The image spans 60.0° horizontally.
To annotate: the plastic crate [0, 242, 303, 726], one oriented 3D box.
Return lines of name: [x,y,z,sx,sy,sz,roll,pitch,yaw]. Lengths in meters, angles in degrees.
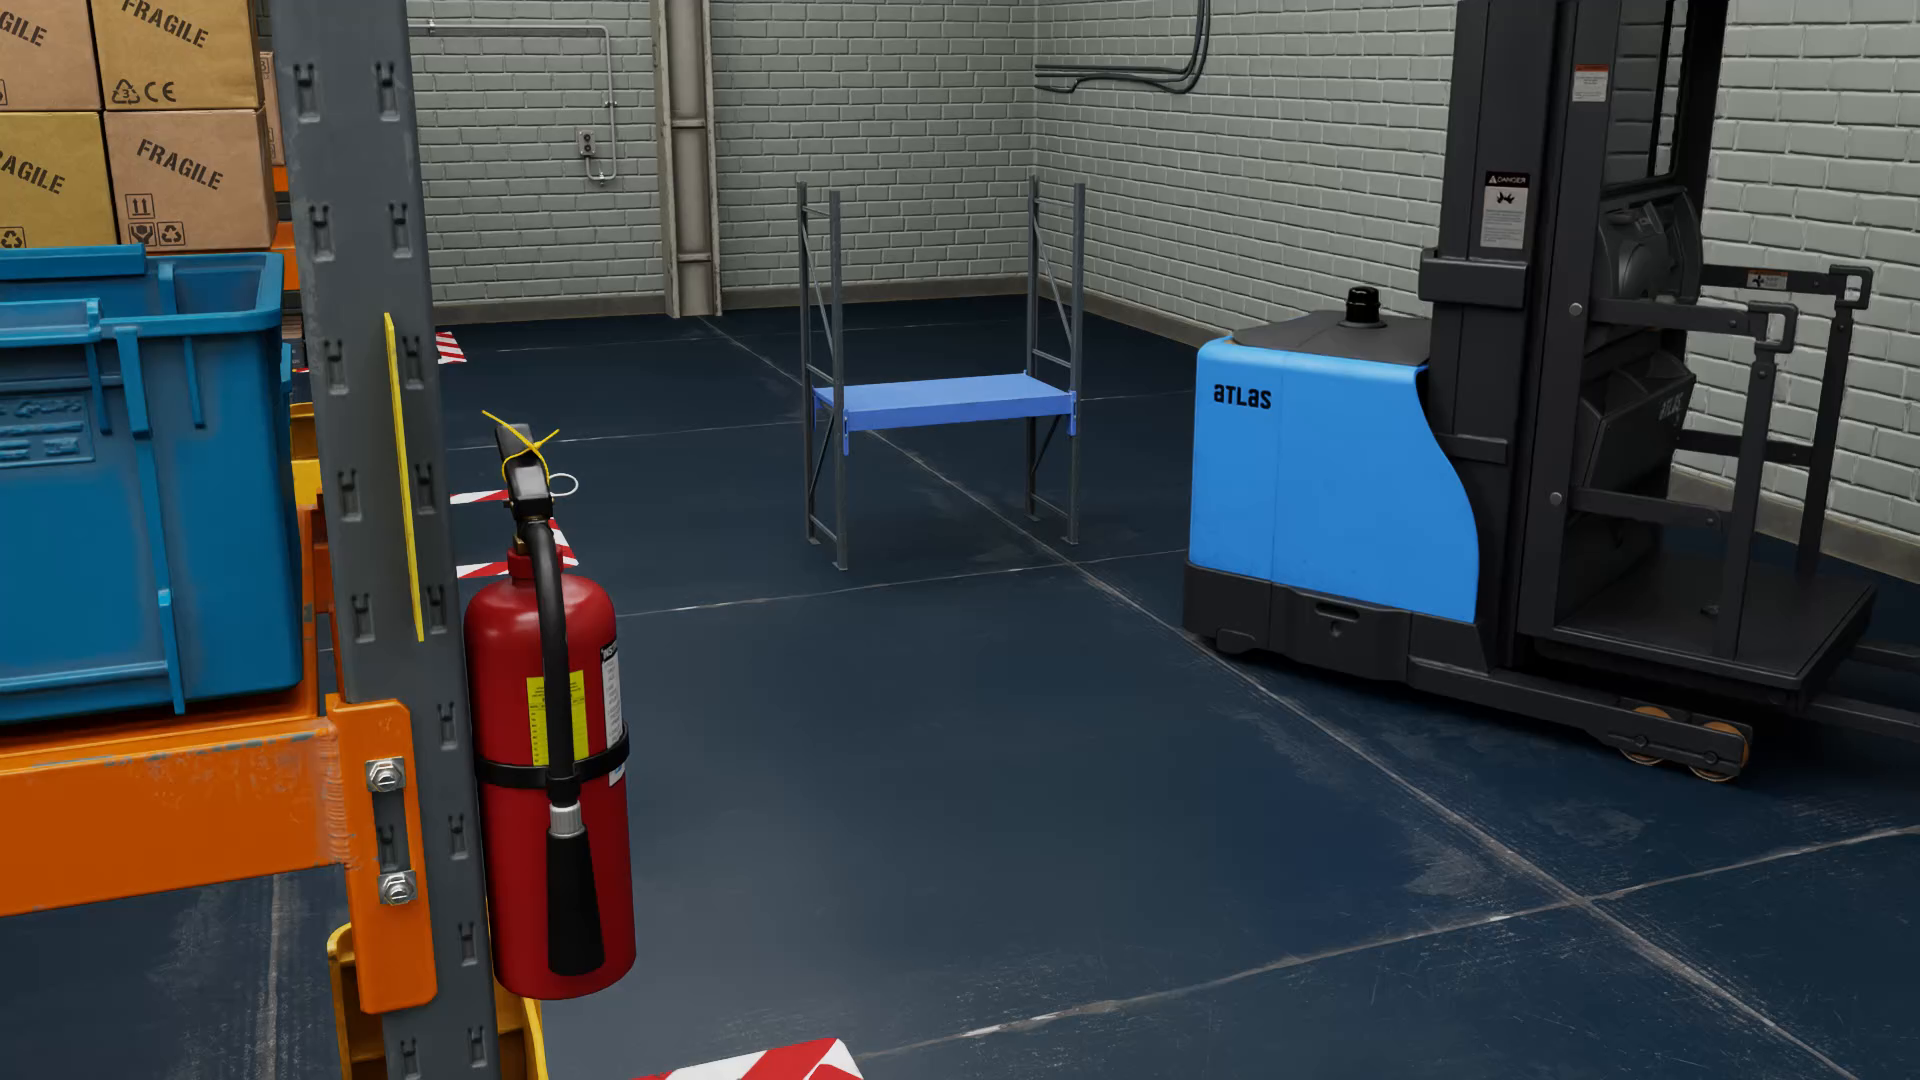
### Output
plastic crate: [-1.026,-0.091,1.915,0.499,0.435,0.616,-6,17,-20]

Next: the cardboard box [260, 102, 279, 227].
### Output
cardboard box: [-3.058,-1.504,6.720,0.500,0.500,0.500,-6,17,-19]

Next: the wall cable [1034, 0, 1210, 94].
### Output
wall cable: [1.084,-4.600,12.301,0.112,2.526,3.097,-6,17,-20]

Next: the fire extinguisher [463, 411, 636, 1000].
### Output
fire extinguisher: [-0.477,0.192,1.919,0.183,0.674,0.296,-6,17,-20]

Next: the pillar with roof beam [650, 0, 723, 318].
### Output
pillar with roof beam: [-0.573,-4.980,8.087,0.400,9.000,9.100,-6,17,-20]

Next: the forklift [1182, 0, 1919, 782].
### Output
forklift: [2.250,-0.885,4.909,3.031,2.935,1.130,12,20,36]

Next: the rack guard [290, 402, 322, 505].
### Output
rack guard: [-2.621,-0.225,6.976,0.348,0.500,1.175,-6,17,-20]

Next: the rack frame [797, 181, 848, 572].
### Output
rack frame: [-0.554,-0.660,6.683,0.032,1.500,0.500,-6,17,-20]

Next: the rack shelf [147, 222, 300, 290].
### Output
rack shelf: [-4.417,-0.885,6.065,4.000,0.370,1.077,-6,17,-20]

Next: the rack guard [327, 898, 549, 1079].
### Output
rack guard: [-0.763,1.065,2.583,0.348,0.500,1.175,-6,17,-20]

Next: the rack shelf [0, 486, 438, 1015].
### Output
rack shelf: [-2.648,0.419,1.626,4.000,0.370,1.077,-6,17,-20]

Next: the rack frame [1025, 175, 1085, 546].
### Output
rack frame: [0.395,-0.762,7.032,0.032,1.500,0.500,-6,17,-20]

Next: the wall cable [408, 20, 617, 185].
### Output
wall cable: [-3.468,-3.600,12.231,1.851,1.984,0.084,-6,17,-20]

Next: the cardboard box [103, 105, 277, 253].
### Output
cardboard box: [-2.870,-1.363,6.238,0.500,0.500,0.500,-6,17,-18]

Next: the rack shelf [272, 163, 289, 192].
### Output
rack shelf: [-6.193,-2.188,10.502,4.000,0.370,1.077,-6,17,-20]

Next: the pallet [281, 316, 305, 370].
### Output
pallet: [-5.044,-1.296,11.135,1.213,0.211,1.003,-6,17,-20]

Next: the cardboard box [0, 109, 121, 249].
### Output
cardboard box: [-3.354,-1.310,6.057,0.500,0.500,0.500,-6,17,-20]

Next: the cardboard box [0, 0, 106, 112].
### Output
cardboard box: [-3.338,-1.791,5.922,0.500,0.500,0.500,-6,17,-19]

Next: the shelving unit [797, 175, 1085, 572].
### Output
shelving unit: [-0.080,-0.711,6.858,1.048,1.500,0.538,-6,17,-20]

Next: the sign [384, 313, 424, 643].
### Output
sign: [-0.569,-0.063,1.701,0.005,0.325,0.100,-6,17,-20]

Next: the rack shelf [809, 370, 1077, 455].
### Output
rack shelf: [-0.080,-0.538,6.908,1.000,0.185,0.538,-6,17,-20]

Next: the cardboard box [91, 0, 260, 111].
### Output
cardboard box: [-2.867,-1.842,6.096,0.500,0.500,0.500,-6,18,-21]

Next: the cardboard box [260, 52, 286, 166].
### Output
cardboard box: [-4.798,-2.825,10.861,0.700,0.700,0.980,-5,17,-18]

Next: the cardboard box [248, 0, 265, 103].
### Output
cardboard box: [-3.058,-1.984,6.579,0.500,0.500,0.500,-6,17,-18]

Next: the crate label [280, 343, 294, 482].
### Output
crate label: [-1.129,-0.138,2.436,0.303,0.233,0.416,-6,17,-20]
